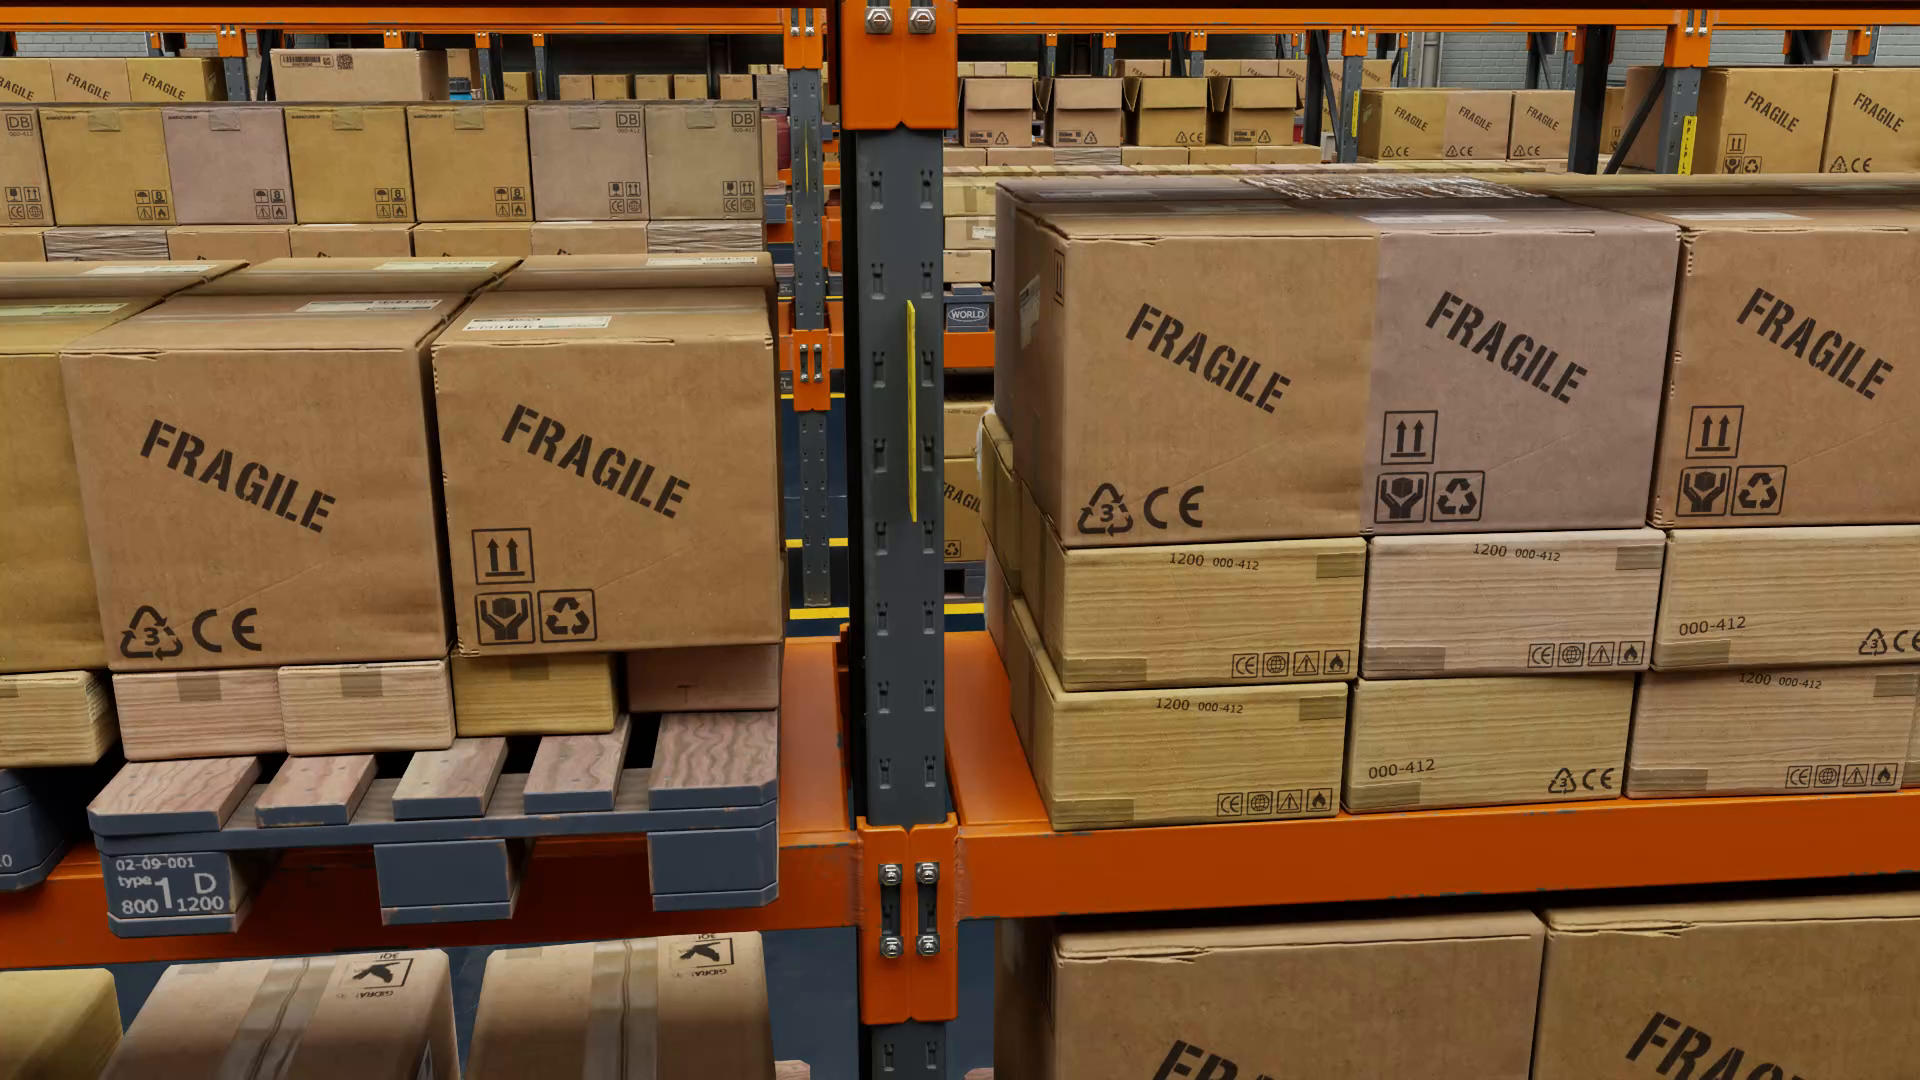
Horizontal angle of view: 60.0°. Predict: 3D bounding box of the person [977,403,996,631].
[{"bbox_3d":[0.270,-0.013,6.489,0.400,1.449,0.728,-2,17,-7],"label":"person"}]
